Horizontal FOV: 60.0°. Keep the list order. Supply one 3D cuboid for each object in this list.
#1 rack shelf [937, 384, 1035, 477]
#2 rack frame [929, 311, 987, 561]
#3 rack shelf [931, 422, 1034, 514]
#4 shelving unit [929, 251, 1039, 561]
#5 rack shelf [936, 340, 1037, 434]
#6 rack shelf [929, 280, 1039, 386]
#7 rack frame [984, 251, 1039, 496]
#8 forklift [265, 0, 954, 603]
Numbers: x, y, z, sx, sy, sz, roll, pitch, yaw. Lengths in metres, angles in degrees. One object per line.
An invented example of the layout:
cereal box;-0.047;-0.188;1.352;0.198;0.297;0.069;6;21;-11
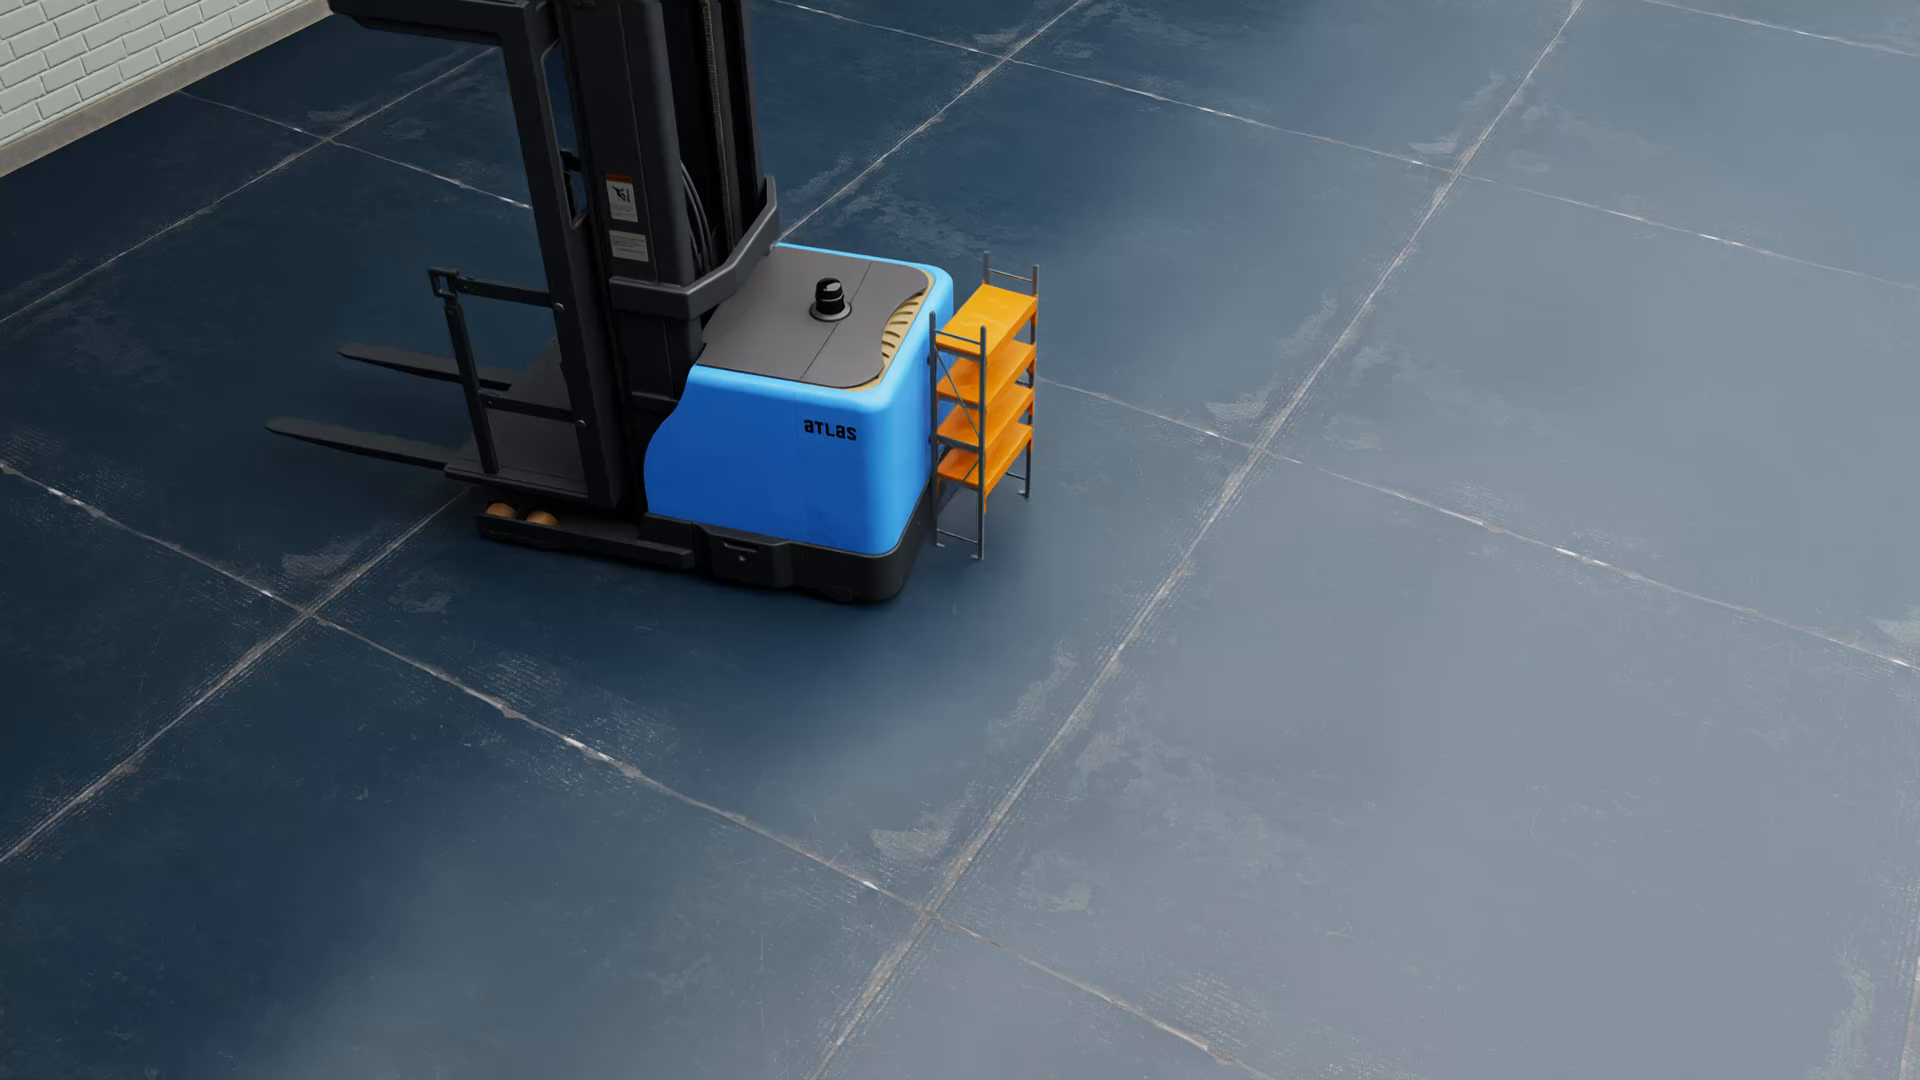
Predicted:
rack shelf;0.100;-0.493;7.003;0.258;0.148;0.480;18;45;19
rack frame;-0.009;-0.399;6.795;0.240;1.200;0.015;18;45;19
rack shelf;0.100;-0.344;7.135;0.258;0.148;0.480;18;45;19
shelving unit;0.100;-0.543;6.959;0.258;1.200;0.503;18;45;19
rack shelf;0.100;-0.661;6.856;0.258;0.148;0.480;18;45;19
rack shelf;0.100;-0.838;6.699;0.258;0.148;0.480;18;45;19
rack frame;0.208;-0.688;7.123;0.240;1.200;0.015;18;45;19
forklift;-1.590;-1.385;6.605;3.031;2.935;1.130;11;42;12
